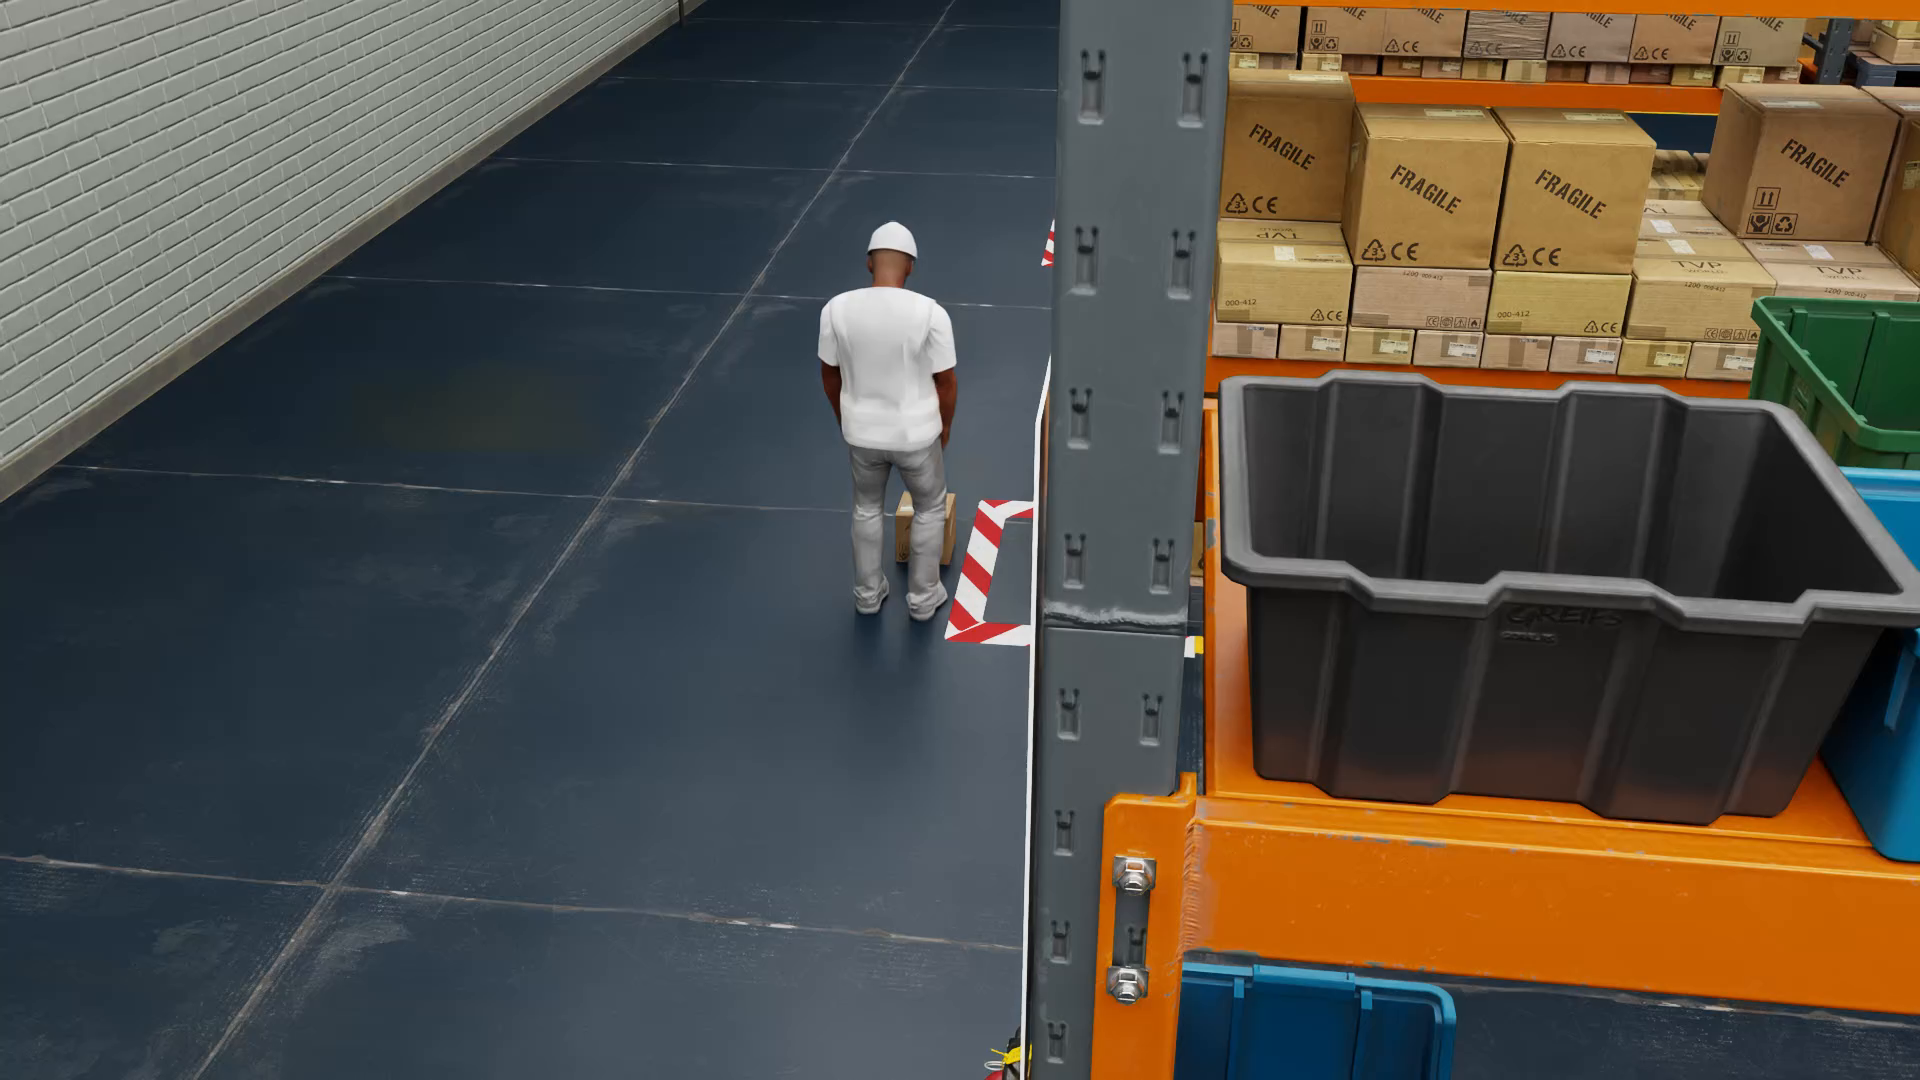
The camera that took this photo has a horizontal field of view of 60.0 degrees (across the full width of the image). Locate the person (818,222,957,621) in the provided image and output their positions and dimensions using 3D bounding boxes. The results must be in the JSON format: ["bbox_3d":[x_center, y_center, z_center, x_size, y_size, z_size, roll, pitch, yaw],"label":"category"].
[{"bbox_3d":[-0.294,-0.484,7.054,0.591,1.717,0.453,7,29,13],"label":"person"}]
